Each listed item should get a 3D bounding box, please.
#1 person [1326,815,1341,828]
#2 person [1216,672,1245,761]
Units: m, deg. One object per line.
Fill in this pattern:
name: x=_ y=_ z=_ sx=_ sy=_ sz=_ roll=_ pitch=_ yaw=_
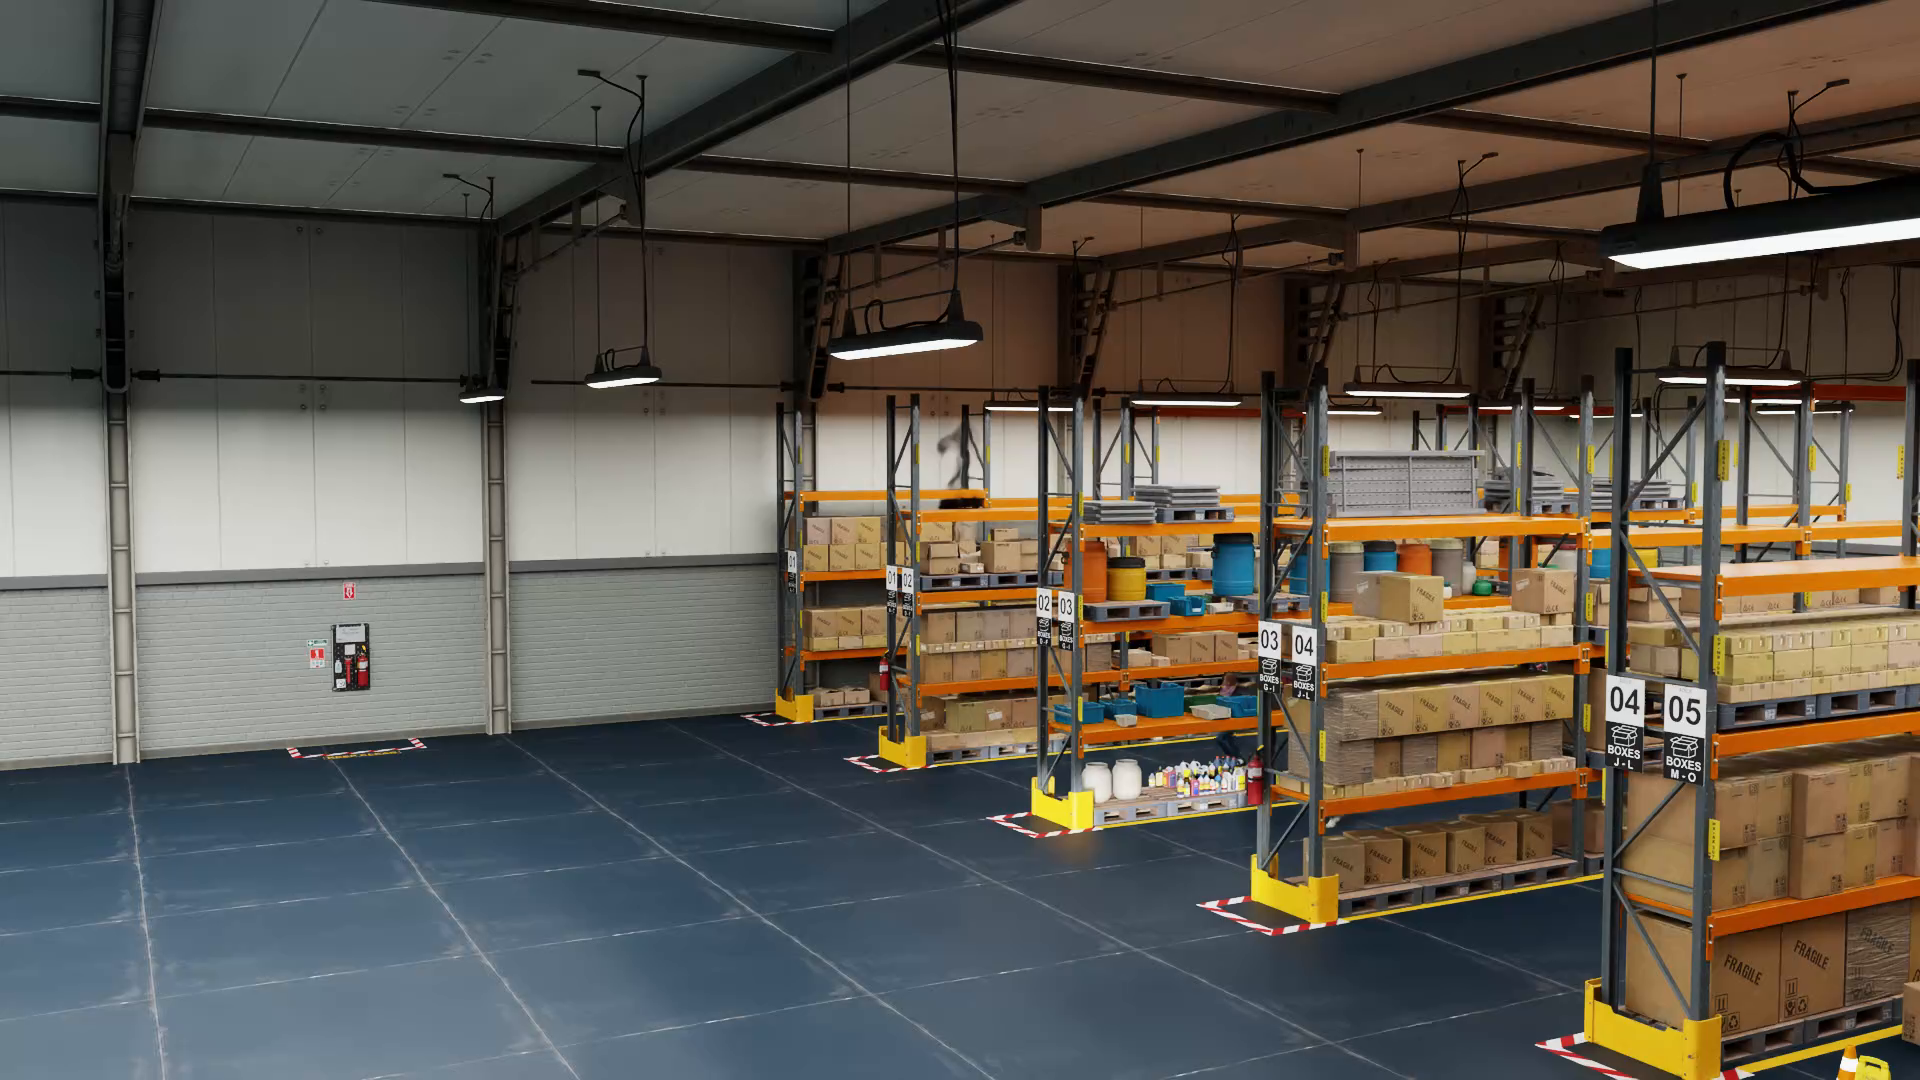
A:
person: x=5.325 y=3.092 z=22.865 sx=0.602 sy=1.625 sz=1.005 roll=2 pitch=4 yaw=35
person: x=4.228 y=2.891 z=26.153 sx=0.667 sy=1.590 sz=0.509 roll=-1 pitch=3 yaw=-22
